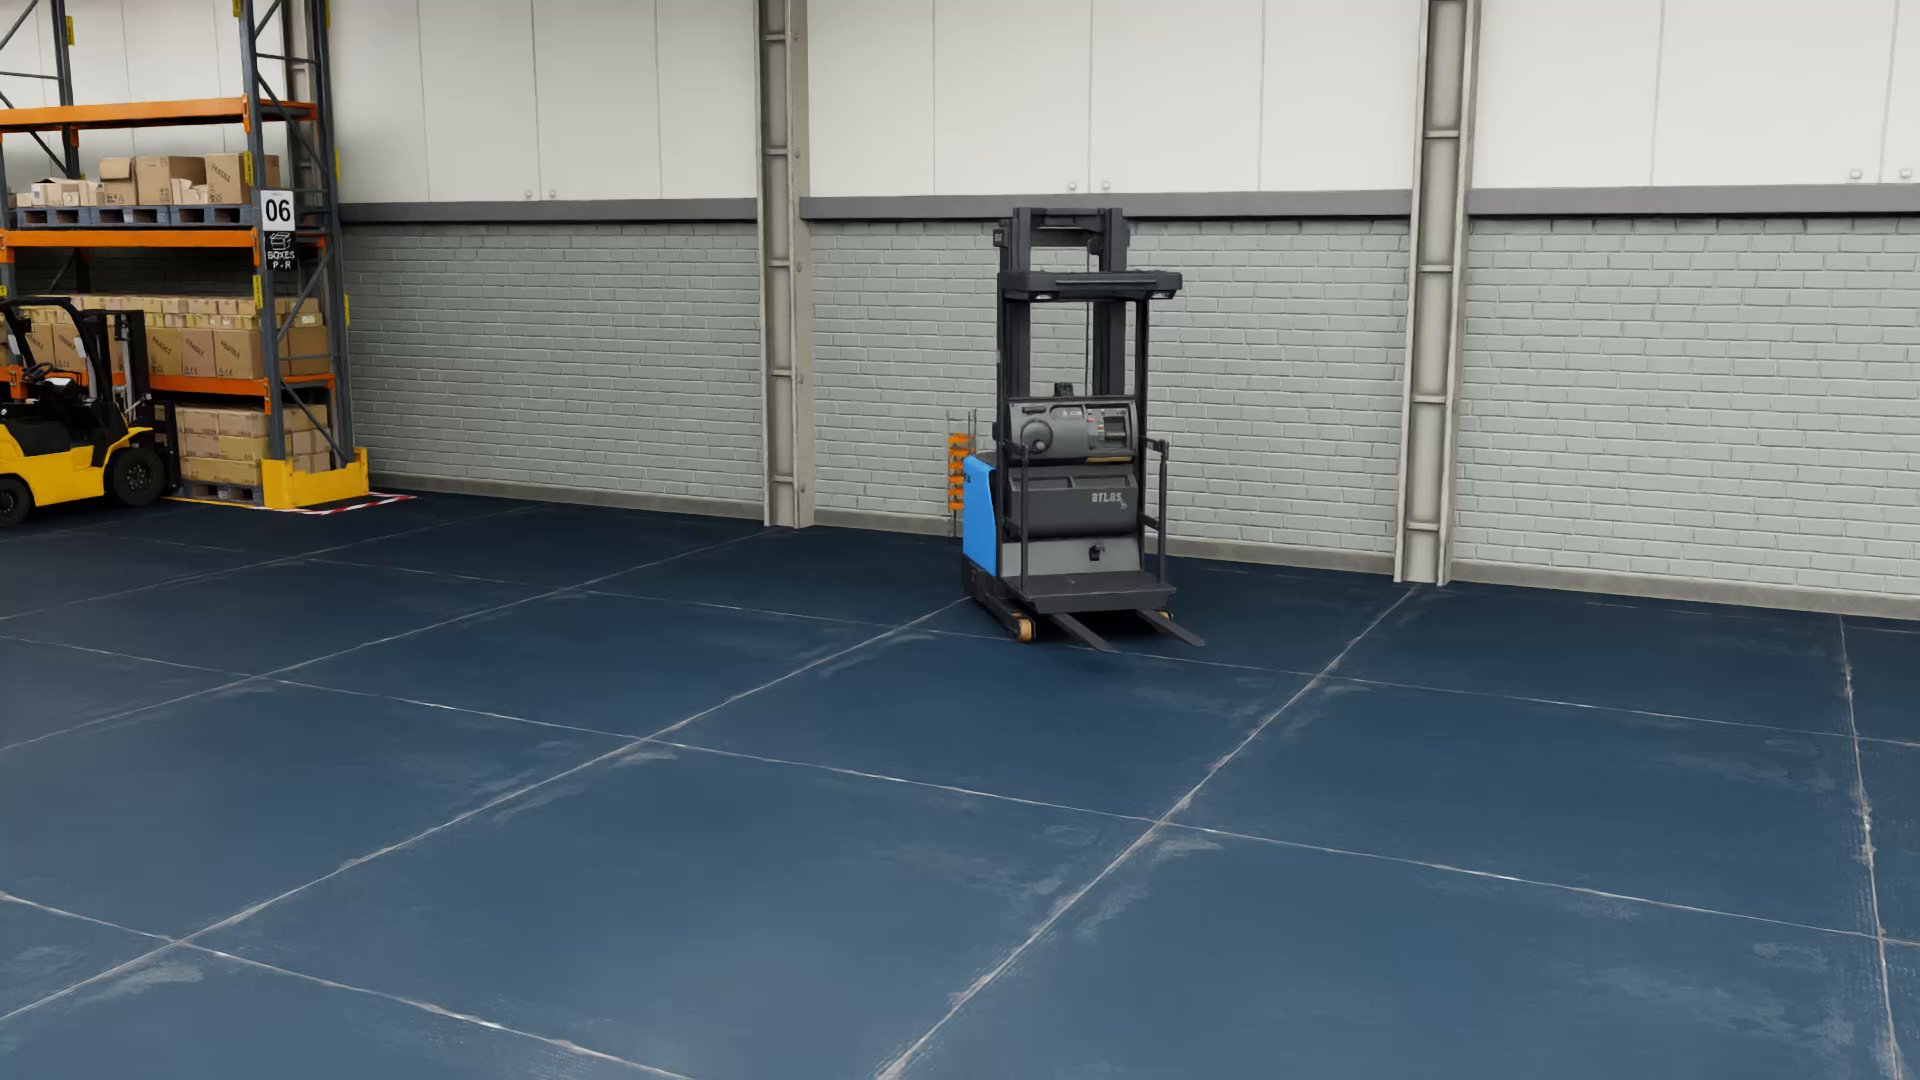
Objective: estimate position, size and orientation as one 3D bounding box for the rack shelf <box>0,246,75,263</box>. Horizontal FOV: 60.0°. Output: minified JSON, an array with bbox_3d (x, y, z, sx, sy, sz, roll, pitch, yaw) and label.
[{"bbox_3d":[-12.180,-3.491,19.712,4.000,0.370,1.077,5,11,26],"label":"rack shelf"}]

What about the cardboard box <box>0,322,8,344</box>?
[{"bbox_3d":[-10.940,-2.381,19.001,0.500,0.250,0.500,5,11,25],"label":"cardboard box"}]

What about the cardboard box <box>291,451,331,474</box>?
[{"bbox_3d":[-7.153,-0.819,17.897,0.500,0.250,0.500,5,11,26],"label":"cardboard box"}]

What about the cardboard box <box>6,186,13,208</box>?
[{"bbox_3d":[-11.143,-3.917,18.839,0.500,0.311,0.500,5,11,24],"label":"cardboard box"}]

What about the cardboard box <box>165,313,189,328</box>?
[{"bbox_3d":[-8.160,-2.327,17.584,0.250,0.149,0.380,5,11,24],"label":"cardboard box"}]

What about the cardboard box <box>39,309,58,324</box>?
[{"bbox_3d":[-9.984,-2.492,18.495,0.250,0.149,0.380,5,12,27],"label":"cardboard box"}]

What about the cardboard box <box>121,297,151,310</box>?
[{"bbox_3d":[-8.810,-2.548,17.967,0.250,0.149,0.380,5,11,26],"label":"cardboard box"}]

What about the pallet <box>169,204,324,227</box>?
[{"bbox_3d":[-7.422,-3.388,17.374,1.213,0.211,1.003,5,11,26],"label":"pallet"}]

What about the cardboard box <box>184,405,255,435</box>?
[{"bbox_3d":[-7.811,-1.267,17.563,0.500,0.250,0.500,5,12,27],"label":"cardboard box"}]

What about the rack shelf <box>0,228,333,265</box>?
[{"bbox_3d":[-8.593,-3.175,17.970,4.000,0.370,1.077,5,11,26],"label":"rack shelf"}]

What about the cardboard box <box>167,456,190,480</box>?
[{"bbox_3d":[-8.247,-0.818,17.887,0.500,0.250,0.500,5,11,26],"label":"cardboard box"}]

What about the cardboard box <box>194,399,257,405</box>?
[{"bbox_3d":[-8.040,-1.390,18.239,0.500,0.250,0.500,5,11,25],"label":"cardboard box"}]

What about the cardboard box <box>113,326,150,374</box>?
[{"bbox_3d":[-8.733,-2.062,17.942,0.500,0.500,0.500,5,11,26],"label":"cardboard box"}]

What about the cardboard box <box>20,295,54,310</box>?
[{"bbox_3d":[-10.232,-2.653,18.550,0.250,0.149,0.380,5,12,27],"label":"cardboard box"}]

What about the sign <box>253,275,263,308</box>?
[{"bbox_3d":[-7.052,-2.497,16.706,0.005,0.325,0.100,5,11,26],"label":"sign"}]

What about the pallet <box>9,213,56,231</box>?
[{"bbox_3d":[-11.183,-3.660,19.167,1.217,0.209,0.805,5,11,24],"label":"pallet"}]

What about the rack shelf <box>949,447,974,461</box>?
[{"bbox_3d":[0.018,-0.776,15.035,0.180,0.103,0.258,4,13,15],"label":"rack shelf"}]

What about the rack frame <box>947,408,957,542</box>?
[{"bbox_3d":[-0.072,-0.591,15.100,0.006,1.200,0.240,4,13,15],"label":"rack frame"}]

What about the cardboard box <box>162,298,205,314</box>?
[{"bbox_3d":[-8.168,-2.470,17.539,0.250,0.149,0.380,5,12,27],"label":"cardboard box"}]

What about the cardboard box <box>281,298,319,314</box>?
[{"bbox_3d":[-7.006,-2.471,17.544,0.250,0.149,0.380,5,11,25],"label":"cardboard box"}]

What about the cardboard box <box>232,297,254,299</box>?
[{"bbox_3d":[-7.684,-2.538,17.911,0.250,0.149,0.380,5,11,26],"label":"cardboard box"}]

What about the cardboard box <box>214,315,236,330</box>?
[{"bbox_3d":[-7.476,-2.262,17.225,0.250,0.149,0.380,5,12,27],"label":"cardboard box"}]

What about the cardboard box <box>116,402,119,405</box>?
[{"bbox_3d":[-9.186,-1.389,18.237,0.500,0.250,0.500,5,12,28],"label":"cardboard box"}]

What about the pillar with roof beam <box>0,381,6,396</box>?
[{"bbox_3d":[-14.310,-4.832,16.680,0.400,9.000,9.100,5,11,26],"label":"pillar with roof beam"}]

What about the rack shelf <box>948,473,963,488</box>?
[{"bbox_3d":[0.015,-0.541,15.086,0.180,0.103,0.258,4,13,15],"label":"rack shelf"}]

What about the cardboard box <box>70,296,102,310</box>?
[{"bbox_3d":[-9.539,-2.592,18.210,0.250,0.149,0.380,5,12,27],"label":"cardboard box"}]

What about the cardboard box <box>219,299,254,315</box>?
[{"bbox_3d":[-7.449,-2.420,17.259,0.250,0.149,0.380,5,11,26],"label":"cardboard box"}]

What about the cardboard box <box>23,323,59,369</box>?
[{"bbox_3d":[-10.104,-2.184,18.612,0.500,0.500,0.500,5,11,24],"label":"cardboard box"}]

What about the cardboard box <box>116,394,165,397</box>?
[{"bbox_3d":[-9.398,-1.511,18.912,0.500,0.250,0.500,5,11,25],"label":"cardboard box"}]

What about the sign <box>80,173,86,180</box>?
[{"bbox_3d":[-10.142,-4.069,19.214,0.005,0.325,0.100,5,11,26],"label":"sign"}]

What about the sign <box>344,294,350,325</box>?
[{"bbox_3d":[-6.548,-2.449,17.706,0.005,0.325,0.100,5,11,26],"label":"sign"}]

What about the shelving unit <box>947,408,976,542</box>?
[{"bbox_3d":[0.016,-0.585,15.077,0.189,1.200,0.258,4,13,15],"label":"shelving unit"}]

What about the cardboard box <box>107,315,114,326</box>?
[{"bbox_3d":[-9.082,-2.407,18.024,0.250,0.149,0.380,5,11,24],"label":"cardboard box"}]

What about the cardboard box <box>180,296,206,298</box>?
[{"bbox_3d":[-8.380,-2.598,18.243,0.250,0.149,0.380,5,11,26],"label":"cardboard box"}]

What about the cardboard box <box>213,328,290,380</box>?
[{"bbox_3d":[-7.357,-1.942,17.276,0.500,0.500,0.500,5,11,25],"label":"cardboard box"}]

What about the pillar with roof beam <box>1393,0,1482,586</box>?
[{"bbox_3d":[1.832,-3.414,8.843,0.400,9.000,9.100,5,11,26],"label":"pillar with roof beam"}]

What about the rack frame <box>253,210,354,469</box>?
[{"bbox_3d":[-6.799,-1.896,17.303,0.127,3.000,1.000,5,11,26],"label":"rack frame"}]

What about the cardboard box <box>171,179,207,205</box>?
[{"bbox_3d":[-7.904,-3.598,17.204,0.258,0.266,0.396,5,11,26],"label":"cardboard box"}]

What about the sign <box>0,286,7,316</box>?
[{"bbox_3d":[-10.618,-2.654,18.465,0.005,0.325,0.100,5,11,26],"label":"sign"}]

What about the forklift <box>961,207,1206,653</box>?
[{"bbox_3d":[0.854,-0.814,11.517,1.130,2.935,3.031,-2,11,-13],"label":"forklift"}]

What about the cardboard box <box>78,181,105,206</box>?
[{"bbox_3d":[-9.190,-3.711,17.829,0.258,0.266,0.396,5,11,24],"label":"cardboard box"}]

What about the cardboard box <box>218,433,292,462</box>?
[{"bbox_3d":[-7.374,-0.984,17.402,0.500,0.250,0.500,5,11,25],"label":"cardboard box"}]

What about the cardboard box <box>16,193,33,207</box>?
[{"bbox_3d":[-10.118,-3.735,18.290,0.250,0.149,0.380,5,12,27],"label":"cardboard box"}]
